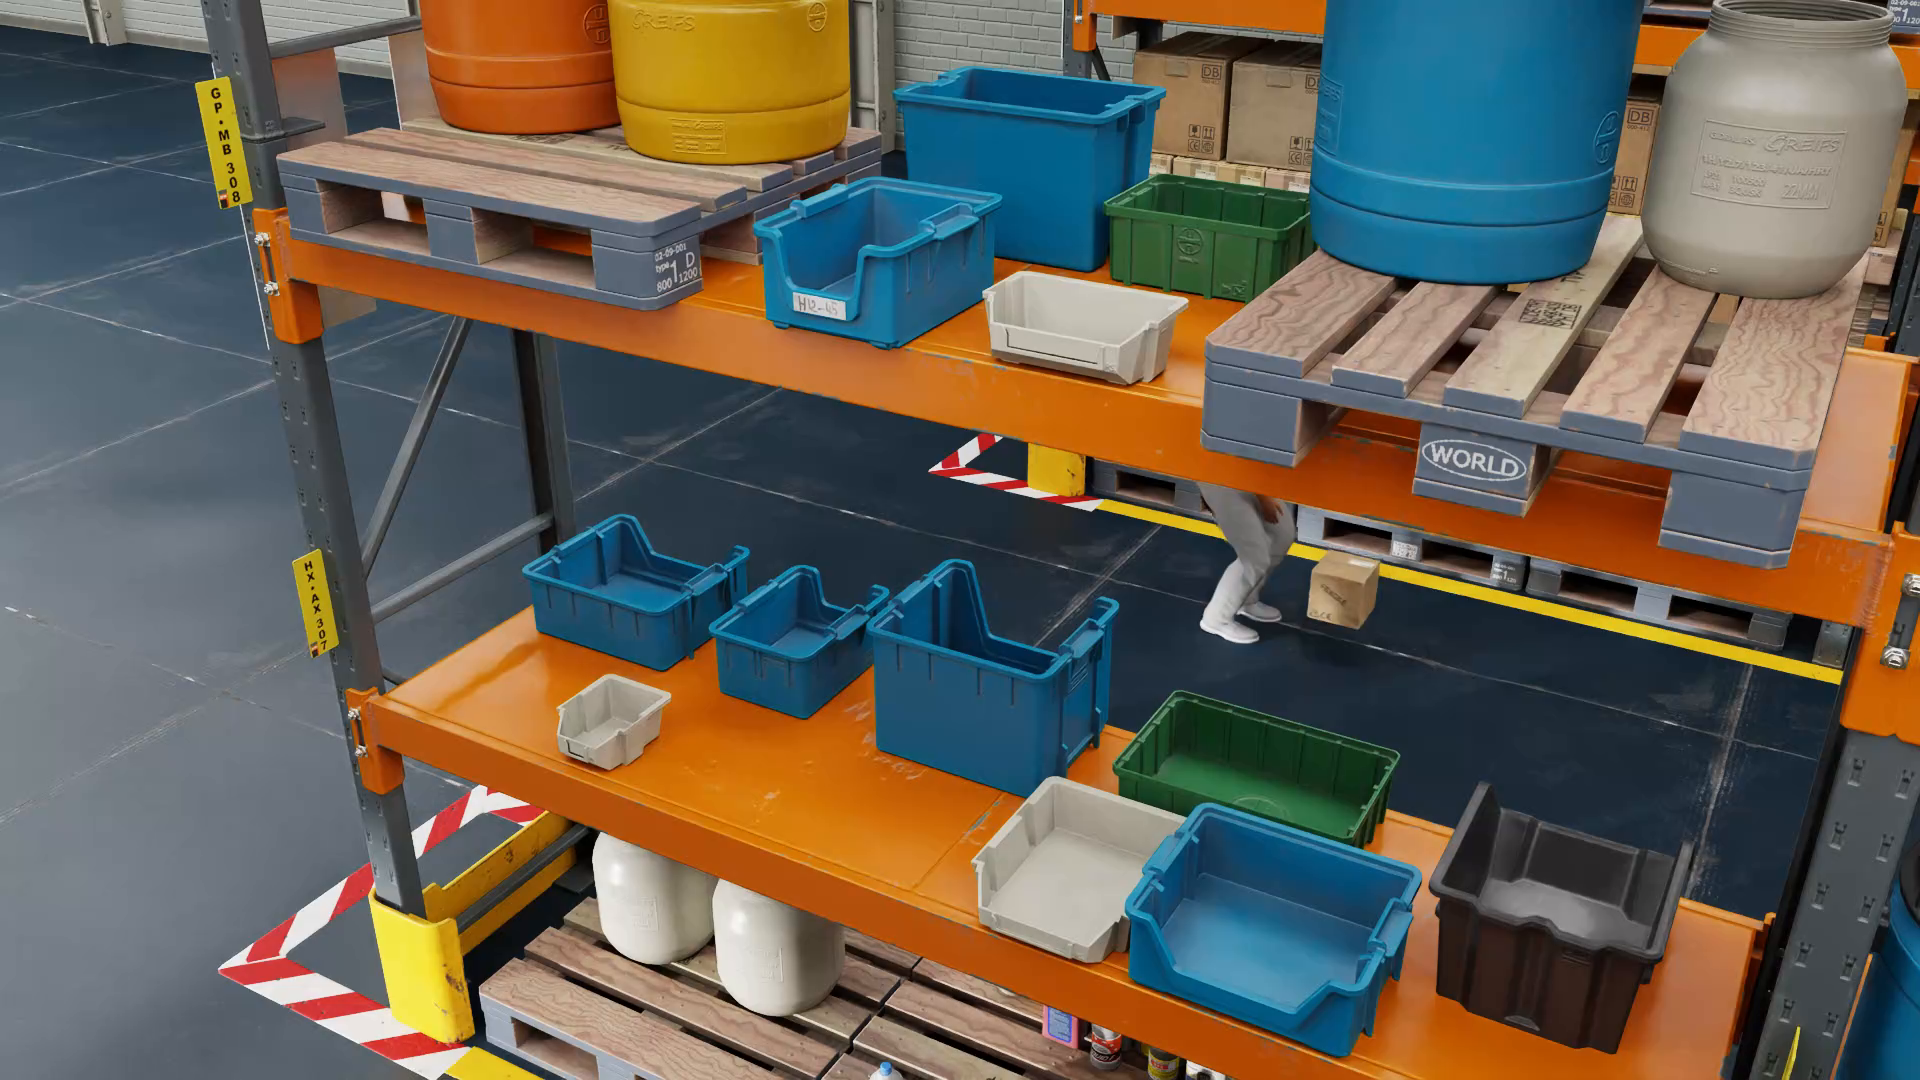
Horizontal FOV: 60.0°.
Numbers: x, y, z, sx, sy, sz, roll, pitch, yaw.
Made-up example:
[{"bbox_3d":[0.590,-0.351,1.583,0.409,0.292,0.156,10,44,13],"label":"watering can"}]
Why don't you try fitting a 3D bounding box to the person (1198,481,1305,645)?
[{"bbox_3d":[1.412,-0.278,7.813,0.563,1.546,0.480,15,30,27],"label":"person"}]
